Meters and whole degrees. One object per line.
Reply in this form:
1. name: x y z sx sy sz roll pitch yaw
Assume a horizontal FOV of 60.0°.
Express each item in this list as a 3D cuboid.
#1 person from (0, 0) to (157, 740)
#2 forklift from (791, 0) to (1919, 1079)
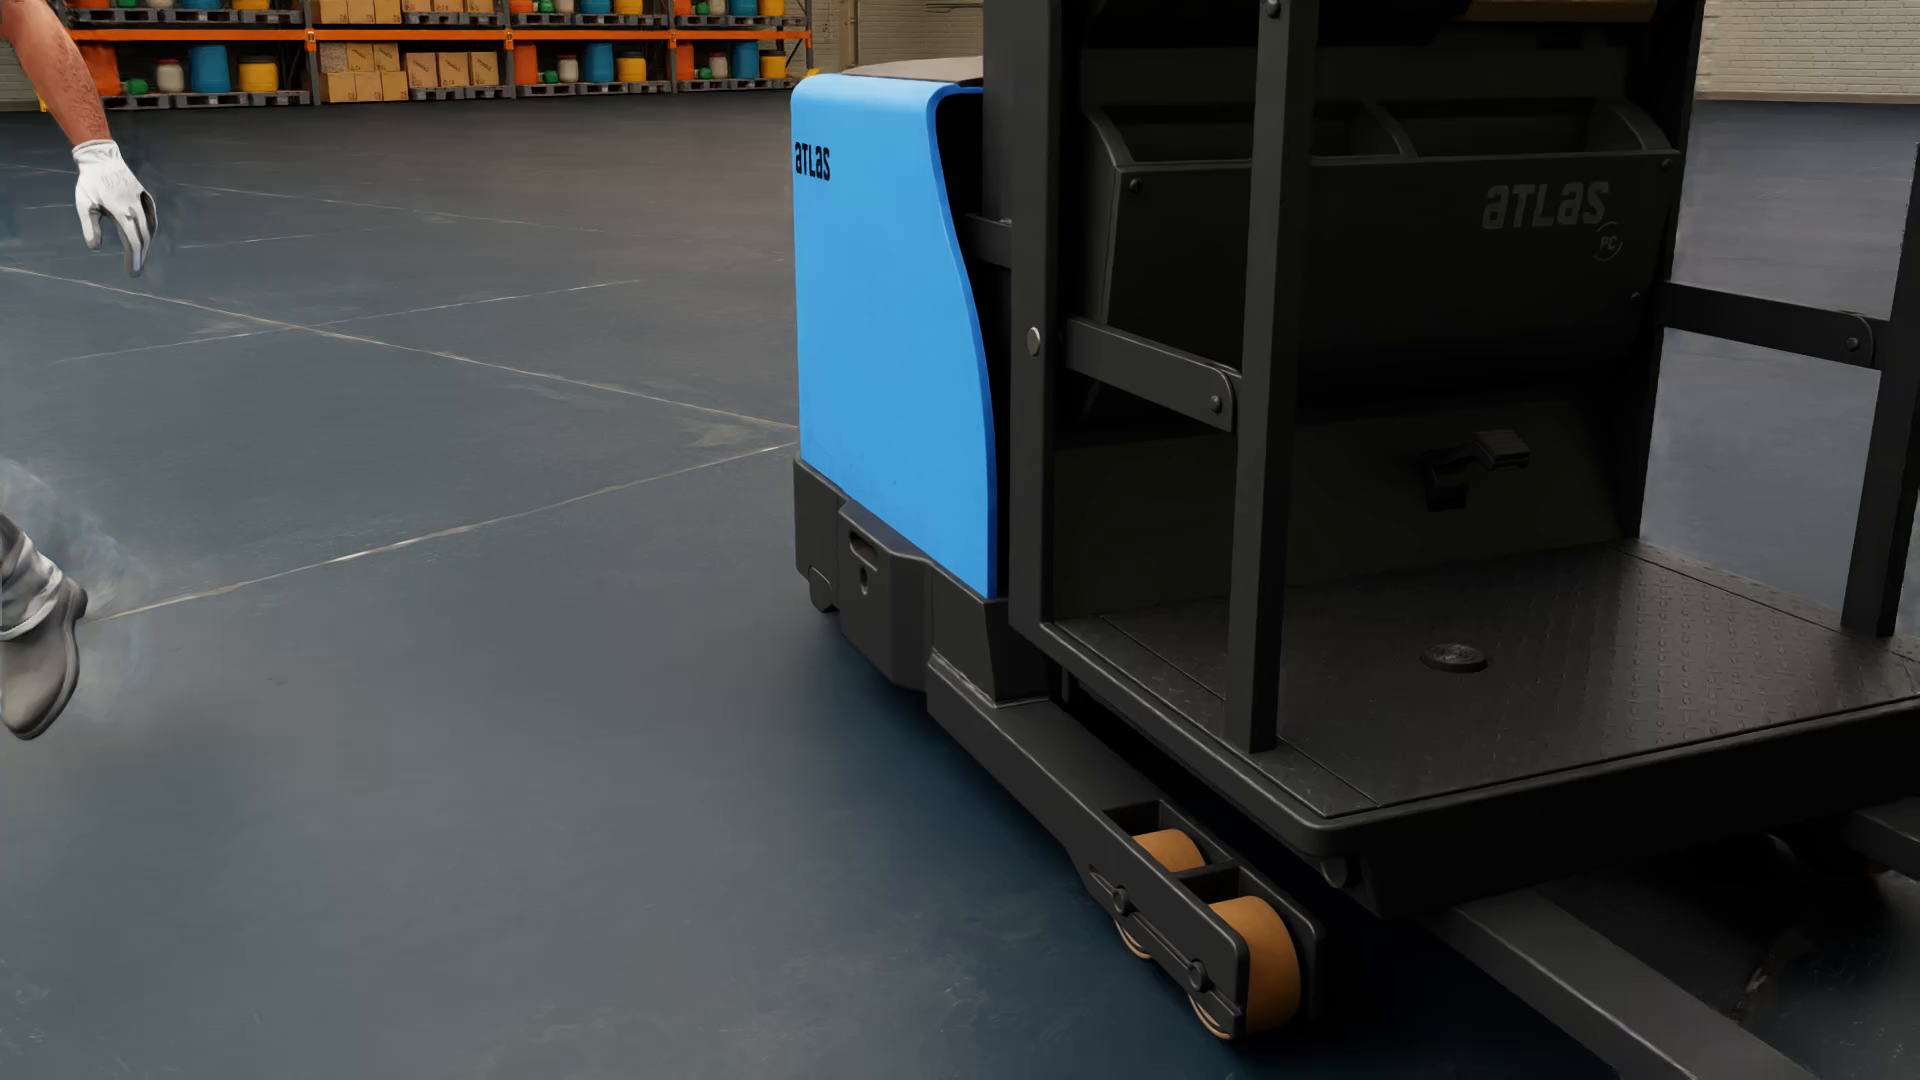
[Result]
1. person: -1.794 -0.457 2.584 0.831 1.676 0.621 3 17 10
2. forklift: 0.688 -0.948 2.018 1.130 2.935 3.031 -7 18 -22
